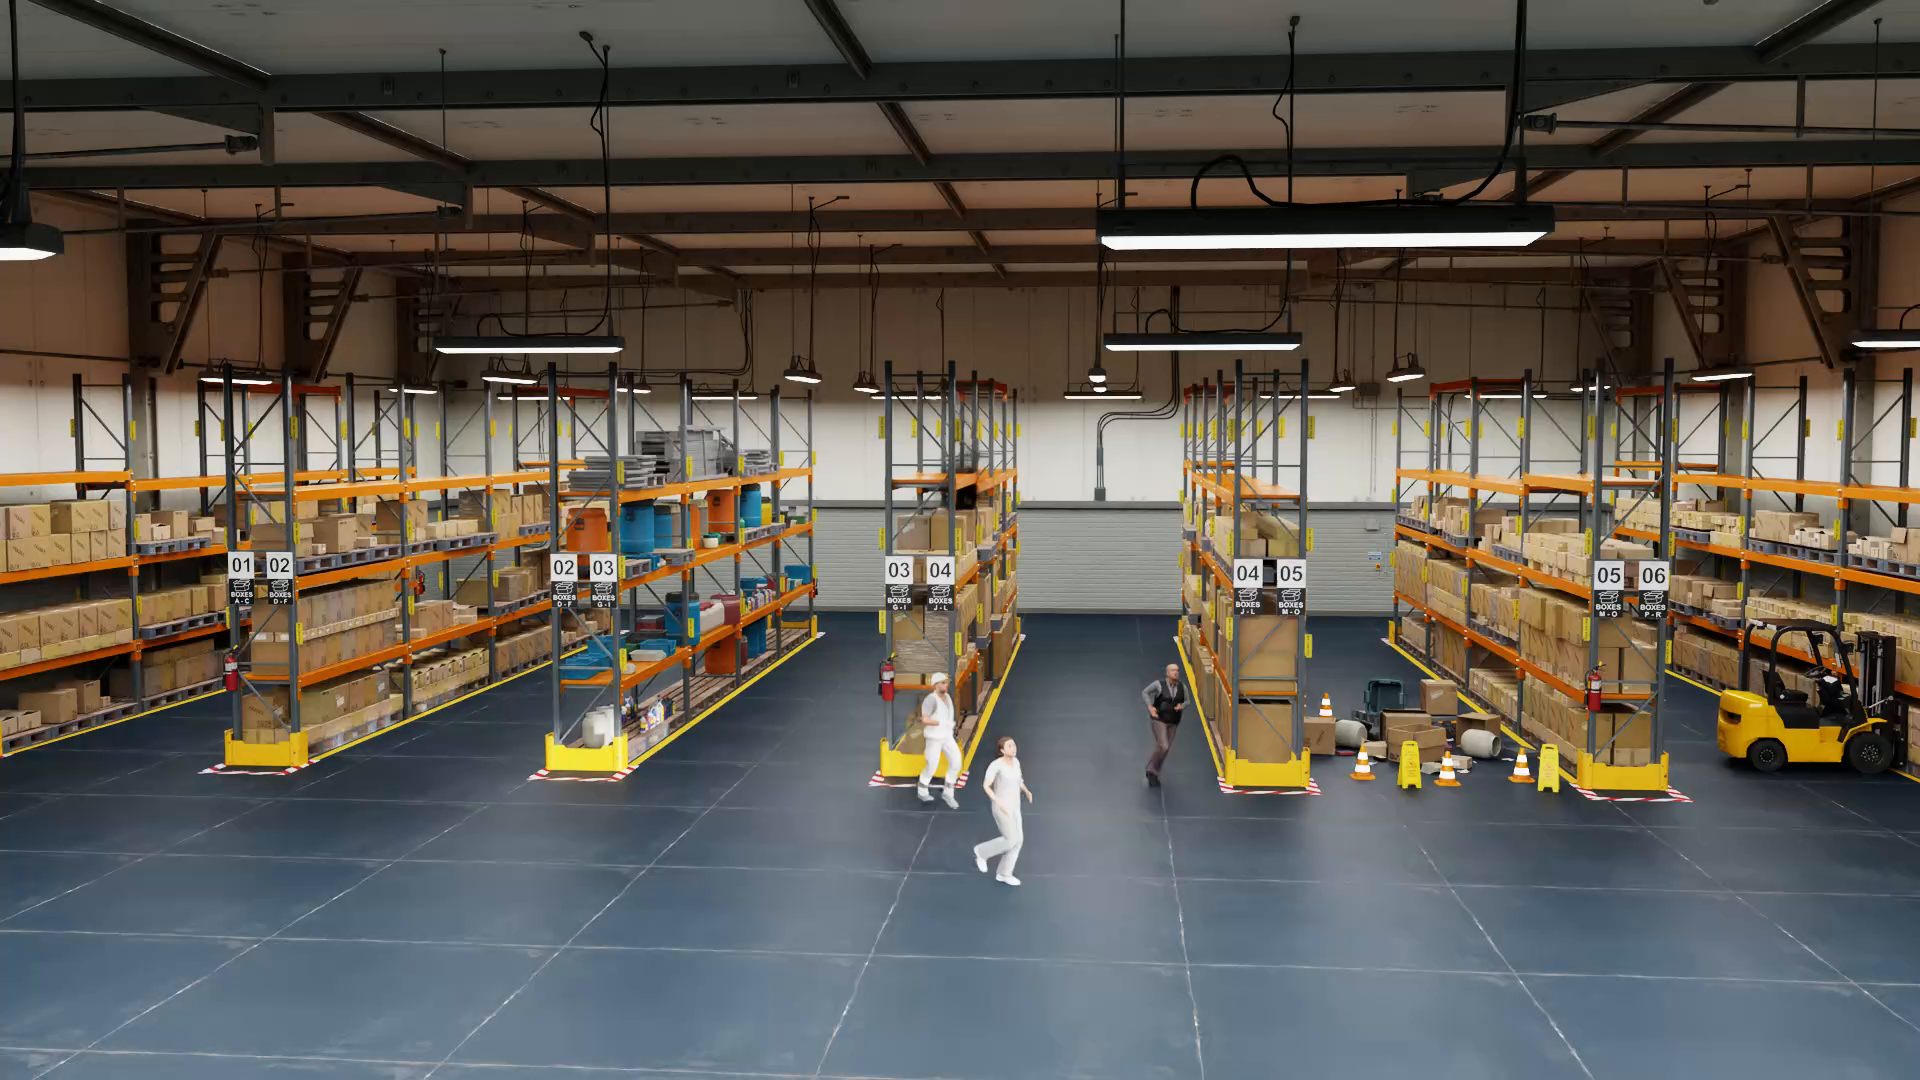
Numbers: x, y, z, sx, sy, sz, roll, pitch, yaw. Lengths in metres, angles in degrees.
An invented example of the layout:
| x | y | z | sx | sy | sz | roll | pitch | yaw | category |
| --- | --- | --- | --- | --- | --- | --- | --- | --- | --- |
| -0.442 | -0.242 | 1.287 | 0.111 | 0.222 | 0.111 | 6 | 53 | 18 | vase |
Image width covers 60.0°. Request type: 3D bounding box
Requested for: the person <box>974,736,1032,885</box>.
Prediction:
| x | y | z | sx | sy | sz | roll | pitch | yaw | category |
| --- | --- | --- | --- | --- | --- | --- | --- | --- | --- |
| 0.497 | 2.980 | 18.472 | 0.609 | 1.639 | 0.561 | 3 | 5 | 42 | person |

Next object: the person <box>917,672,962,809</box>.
| x | y | z | sx | sy | sz | roll | pitch | yaw | category |
| --- | --- | --- | --- | --- | --- | --- | --- | --- | --- |
| -0.279 | 2.662 | 22.061 | 0.764 | 1.826 | 0.641 | 4 | 5 | 45 | person |

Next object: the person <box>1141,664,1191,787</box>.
| x | y | z | sx | sy | sz | roll | pitch | yaw | category |
| --- | --- | --- | --- | --- | --- | --- | --- | --- | --- |
| 2.931 | 2.619 | 23.552 | 0.641 | 1.752 | 0.661 | -2 | 4 | -22 | person |
